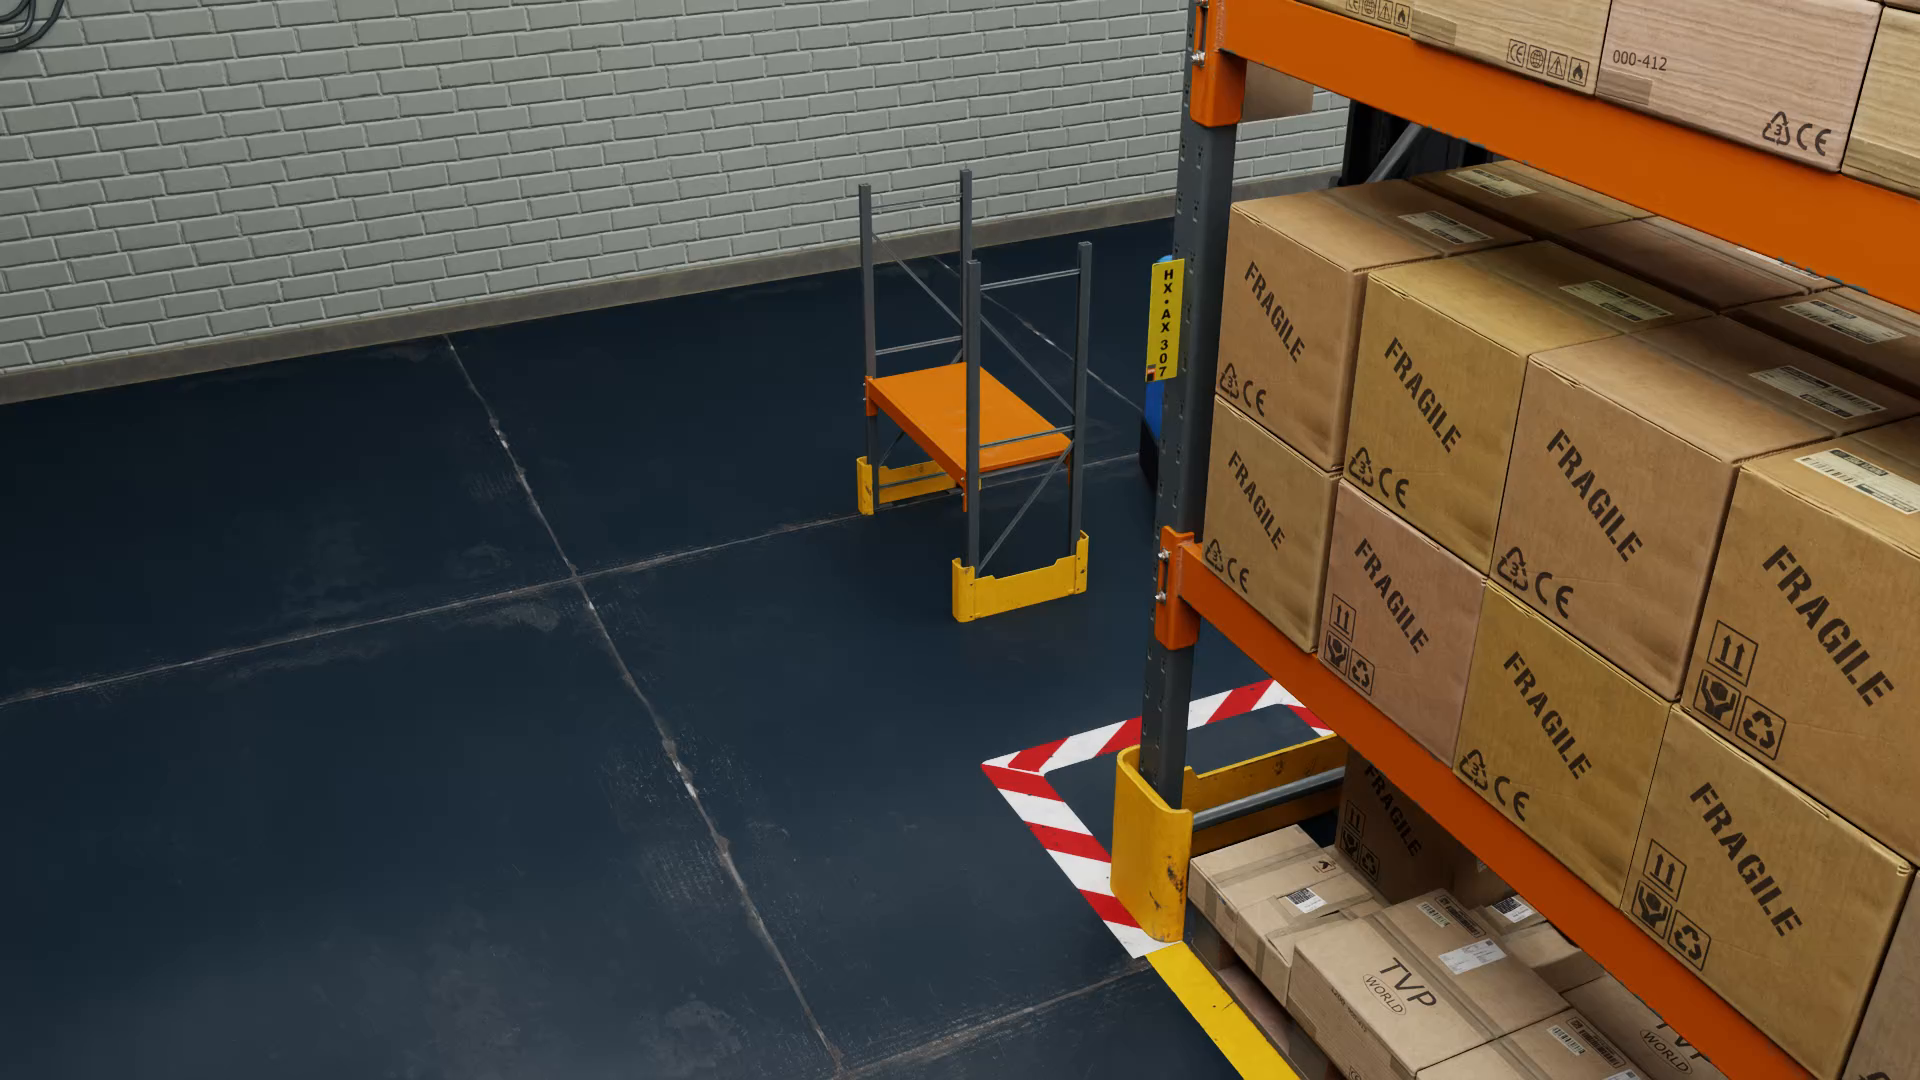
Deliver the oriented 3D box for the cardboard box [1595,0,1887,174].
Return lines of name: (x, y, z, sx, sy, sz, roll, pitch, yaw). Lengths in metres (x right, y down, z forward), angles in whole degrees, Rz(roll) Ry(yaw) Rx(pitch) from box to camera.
cardboard box: (1.434, -0.821, 2.734, 0.500, 0.250, 0.500, -13, 32, -22)

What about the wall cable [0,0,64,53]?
wall cable: (-5.554, -3.097, 6.747, 3.097, 2.526, 0.112, -13, 32, -22)

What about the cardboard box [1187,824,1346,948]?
cardboard box: (0.893, 1.006, 4.854, 0.380, 0.149, 0.250, -13, 32, -22)

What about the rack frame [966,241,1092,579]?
rack frame: (0.255, -0.392, 6.416, 0.500, 1.500, 0.032, -13, 32, -22)

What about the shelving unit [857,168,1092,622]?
shelving unit: (0.033, -0.620, 6.823, 0.587, 1.500, 1.083, -13, 32, -22)

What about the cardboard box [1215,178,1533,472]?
cardboard box: (0.976, -0.531, 4.006, 0.500, 0.500, 0.500, -12, 31, -20)

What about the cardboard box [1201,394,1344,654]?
cardboard box: (0.976, -0.095, 4.250, 0.500, 0.500, 0.500, -12, 32, -21)

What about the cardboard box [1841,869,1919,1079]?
cardboard box: (1.849, 0.800, 2.655, 0.500, 0.500, 0.500, -12, 32, -21)

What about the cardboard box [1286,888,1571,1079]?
cardboard box: (1.216, 1.225, 4.360, 0.500, 0.250, 0.500, -13, 32, -22)

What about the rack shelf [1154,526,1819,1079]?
rack shelf: (1.882, 0.895, 3.323, 1.077, 0.370, 4.000, -13, 32, -22)

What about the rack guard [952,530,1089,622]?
rack guard: (0.247, 0.145, 6.736, 0.587, 0.250, 0.087, -13, 32, -22)

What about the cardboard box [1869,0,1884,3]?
cardboard box: (1.438, -1.040, 2.614, 0.500, 0.250, 0.500, -13, 32, -22)

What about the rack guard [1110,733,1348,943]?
rack guard: (1.056, 0.821, 5.275, 1.175, 0.500, 0.348, -13, 32, -22)

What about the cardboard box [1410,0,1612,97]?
cardboard box: (1.218, -1.042, 3.127, 0.500, 0.250, 0.500, -13, 32, -22)

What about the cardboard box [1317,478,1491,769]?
cardboard box: (1.202, 0.132, 3.846, 0.500, 0.500, 0.500, -13, 32, -22)

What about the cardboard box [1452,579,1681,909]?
cardboard box: (1.415, 0.354, 3.449, 0.500, 0.500, 0.500, -13, 32, -22)

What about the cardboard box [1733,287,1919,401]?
cardboard box: (1.908, -0.193, 3.402, 0.500, 0.500, 0.500, -12, 32, -21)

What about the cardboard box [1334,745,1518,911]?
cardboard box: (1.480, 0.784, 4.891, 0.500, 0.500, 0.500, -13, 32, -22)

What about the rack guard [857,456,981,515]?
rack guard: (-0.181, -0.295, 7.521, 0.587, 0.250, 0.087, -13, 32, -22)

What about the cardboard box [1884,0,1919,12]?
cardboard box: (1.649, -0.819, 2.218, 0.500, 0.250, 0.500, -13, 32, -22)

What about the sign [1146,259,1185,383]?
sign: (0.534, -0.566, 4.308, 0.100, 0.325, 0.005, -13, 32, -22)

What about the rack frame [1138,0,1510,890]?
rack frame: (1.024, -0.303, 4.723, 1.000, 3.000, 0.127, -13, 32, -22)

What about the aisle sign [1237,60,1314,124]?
aisle sign: (0.729, -1.405, 4.031, 0.394, 0.787, 0.004, -13, 32, -22)

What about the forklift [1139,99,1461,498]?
forklift: (2.388, -1.451, 6.842, 3.031, 2.935, 1.130, -3, 29, -6)

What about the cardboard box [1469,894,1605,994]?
cardboard box: (1.572, 1.127, 4.620, 0.380, 0.166, 0.250, -13, 32, -22)

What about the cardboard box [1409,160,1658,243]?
cardboard box: (1.463, -0.644, 4.206, 0.500, 0.500, 0.500, -13, 32, -22)

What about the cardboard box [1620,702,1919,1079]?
cardboard box: (1.628, 0.575, 3.055, 0.500, 0.500, 0.500, -13, 32, -21)

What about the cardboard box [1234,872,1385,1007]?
cardboard box: (1.000, 1.109, 4.653, 0.380, 0.166, 0.250, -13, 32, -22)

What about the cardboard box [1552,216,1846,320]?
cardboard box: (1.681, -0.421, 3.809, 0.500, 0.500, 0.500, -12, 32, -21)

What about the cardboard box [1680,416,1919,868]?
cardboard box: (1.636, 0.144, 2.801, 0.500, 0.500, 0.500, -13, 32, -22)

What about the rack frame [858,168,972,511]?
rack frame: (-0.182, -0.841, 7.216, 0.500, 1.500, 0.032, -13, 32, -22)

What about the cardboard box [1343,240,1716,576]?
cardboard box: (1.207, -0.302, 3.597, 0.500, 0.500, 0.500, -13, 32, -21)

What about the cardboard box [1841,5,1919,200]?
cardboard box: (1.654, -0.602, 2.343, 0.500, 0.250, 0.500, -13, 32, -22)

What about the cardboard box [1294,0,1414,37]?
cardboard box: (1.015, -1.265, 3.526, 0.500, 0.250, 0.500, -13, 32, -22)

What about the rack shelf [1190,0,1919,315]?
rack shelf: (1.882, -0.414, 2.590, 1.077, 0.370, 4.000, -13, 32, -22)

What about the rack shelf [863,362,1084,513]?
rack shelf: (0.037, -0.460, 6.904, 0.538, 0.185, 1.000, -13, 32, -22)

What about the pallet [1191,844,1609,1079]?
pallet: (1.399, 1.299, 4.718, 1.003, 0.211, 1.213, -13, 32, -22)

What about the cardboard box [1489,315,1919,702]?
cardboard box: (1.418, -0.080, 3.201, 0.500, 0.500, 0.500, -13, 32, -21)

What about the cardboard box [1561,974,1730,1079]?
cardboard box: (1.860, 1.319, 4.192, 0.500, 0.250, 0.500, -13, 32, -22)

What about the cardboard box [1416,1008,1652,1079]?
cardboard box: (1.430, 1.446, 3.966, 0.500, 0.250, 0.500, -13, 32, -22)
